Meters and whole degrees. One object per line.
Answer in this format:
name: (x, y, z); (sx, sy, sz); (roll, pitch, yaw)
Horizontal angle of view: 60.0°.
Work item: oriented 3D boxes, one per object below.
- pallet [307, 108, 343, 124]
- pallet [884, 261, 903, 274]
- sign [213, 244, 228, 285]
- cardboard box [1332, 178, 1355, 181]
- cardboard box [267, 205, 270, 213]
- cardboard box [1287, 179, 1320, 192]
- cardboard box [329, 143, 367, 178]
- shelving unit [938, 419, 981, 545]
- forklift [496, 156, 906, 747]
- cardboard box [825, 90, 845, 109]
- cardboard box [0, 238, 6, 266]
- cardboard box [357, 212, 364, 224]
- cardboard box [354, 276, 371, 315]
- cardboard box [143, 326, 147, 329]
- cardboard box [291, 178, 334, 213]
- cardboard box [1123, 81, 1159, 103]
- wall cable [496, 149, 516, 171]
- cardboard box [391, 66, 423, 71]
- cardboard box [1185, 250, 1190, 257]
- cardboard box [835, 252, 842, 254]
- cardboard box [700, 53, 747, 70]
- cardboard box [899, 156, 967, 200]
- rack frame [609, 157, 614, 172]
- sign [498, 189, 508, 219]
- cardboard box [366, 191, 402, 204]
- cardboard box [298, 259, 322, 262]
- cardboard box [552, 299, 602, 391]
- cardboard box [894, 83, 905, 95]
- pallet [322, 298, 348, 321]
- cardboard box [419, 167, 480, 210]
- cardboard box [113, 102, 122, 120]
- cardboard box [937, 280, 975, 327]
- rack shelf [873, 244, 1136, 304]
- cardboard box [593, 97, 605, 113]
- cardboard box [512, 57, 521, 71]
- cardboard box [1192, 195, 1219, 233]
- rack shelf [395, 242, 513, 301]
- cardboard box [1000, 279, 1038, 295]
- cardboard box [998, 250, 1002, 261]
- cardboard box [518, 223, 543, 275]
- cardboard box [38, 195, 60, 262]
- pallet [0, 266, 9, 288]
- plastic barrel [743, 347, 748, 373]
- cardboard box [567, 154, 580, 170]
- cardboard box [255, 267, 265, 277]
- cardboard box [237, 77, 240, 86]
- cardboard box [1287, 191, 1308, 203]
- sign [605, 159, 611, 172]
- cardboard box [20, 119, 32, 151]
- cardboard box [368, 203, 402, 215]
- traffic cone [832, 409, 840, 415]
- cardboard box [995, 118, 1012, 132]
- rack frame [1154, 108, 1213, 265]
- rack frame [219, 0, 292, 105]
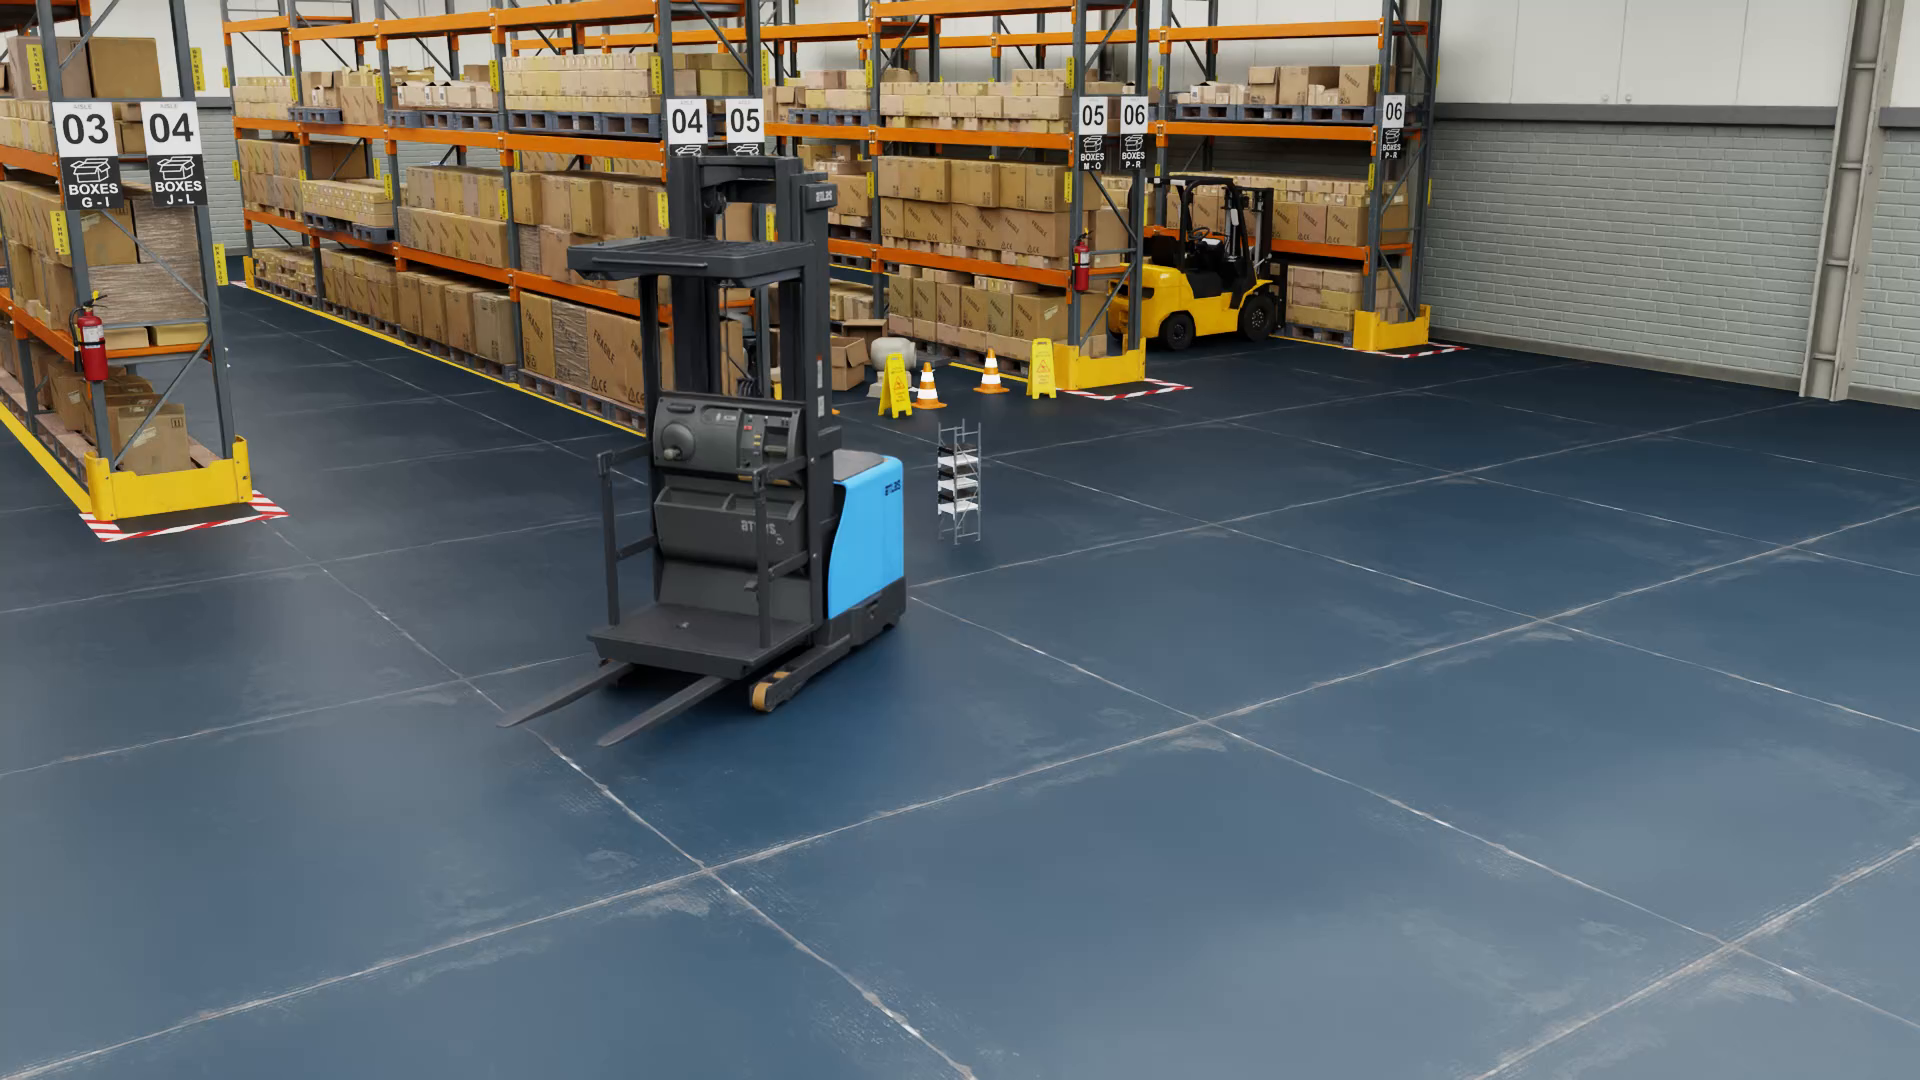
pallet: (-8.461, -5.999, 23.486); (1.213, 0.211, 1.003); (-11, 19, -35)
pallet: (-0.884, -5.061, 30.666); (1.003, 0.211, 1.213); (-11, 19, -35)
sign: (-5.927, -2.203, 13.304); (0.100, 0.325, 0.005); (-11, 19, -35)
cardboard box: (5.211, -4.791, 22.417); (0.380, 0.149, 0.250); (-11, 19, -34)
cardboard box: (-11.076, -5.416, 27.157); (0.380, 0.149, 0.250); (-11, 19, -35)
cardboard box: (4.606, -4.762, 22.311); (0.380, 0.149, 0.250); (-10, 18, -33)
cardboard box: (-9.419, -5.820, 25.513); (0.500, 0.500, 0.500); (-10, 18, -33)
shelving unit: (-0.005, -0.436, 12.464); (0.258, 0.900, 0.210); (-11, 19, -35)
forklift: (-1.407, -0.597, 9.207); (1.130, 2.935, 3.031); (7, 17, 23)
cardboard box: (-1.456, -5.882, 22.191); (0.500, 0.250, 0.500); (-11, 19, -34)
cardboard box: (-9.812, -3.164, 17.463); (0.797, 0.503, 0.637); (-9, 18, -29)
cardboard box: (-7.957, -4.382, 22.583); (0.380, 0.149, 0.250); (-10, 18, -34)
cardboard box: (-8.223, -3.477, 23.537); (0.500, 0.500, 0.500); (-12, 19, -37)
cardboard box: (-6.607, -1.790, 13.911); (0.380, 0.149, 0.250); (-11, 19, -35)
cardboard box: (-9.863, -5.263, 25.372); (0.500, 0.500, 0.500); (-11, 19, -34)
cardboard box: (2.688, -6.636, 24.643); (0.500, 0.311, 0.500); (-12, 19, -36)
wall cable: (-9.952, -8.569, 36.279); (0.588, 1.984, 0.122); (-11, 19, -35)
cardboard box: (-7.499, -6.310, 22.627); (0.396, 0.266, 0.258); (-11, 19, -35)
cardboard box: (3.341, -4.072, 24.290); (0.500, 0.250, 0.500); (-11, 19, -35)
cardboard box: (-2.168, -5.607, 31.763); (0.396, 0.266, 0.258); (-10, 18, -33)
cardboard box: (-2.234, -4.531, 15.749); (0.380, 0.149, 0.250); (-11, 19, -34)
cardboard box: (-0.336, -4.528, 20.790); (0.700, 0.500, 0.500); (-11, 19, -34)
rack frame: (-5.406, -5.802, 28.093); (1.000, 3.000, 0.127); (-11, 19, -35)
sign: (-5.080, -3.738, 18.508); (0.100, 0.325, 0.005); (-11, 19, -35)
cardboard box: (-7.658, -4.560, 22.108); (0.380, 0.149, 0.250); (-12, 19, -37)
cardboard box: (-10.194, -4.330, 26.193); (0.380, 0.149, 0.250); (-10, 18, -33)
cardboard box: (-3.800, -2.145, 17.959); (0.875, 0.875, 0.875); (-11, 19, -34)
cardboard box: (-0.604, -5.635, 20.766); (0.380, 0.149, 0.250); (-10, 18, -33)
pallet: (-8.892, -3.501, 24.969); (1.003, 0.211, 1.213); (-11, 19, -35)
cardboard box: (-6.444, -4.483, 21.191); (0.700, 0.500, 0.500); (-11, 19, -35)
cardboard box: (-6.663, -3.468, 13.412); (0.380, 0.149, 0.250); (-11, 19, -36)
cardboard box: (0.054, -2.941, 20.630); (0.500, 0.500, 0.500); (-10, 18, -32)
rack shelf: (0.474, -3.320, 20.386); (1.077, 0.370, 4.000); (-11, 19, -35)
cardboard box: (-3.363, -4.262, 16.275); (0.380, 0.149, 0.250); (-11, 19, -35)
cardboard box: (-4.557, -5.080, 17.753); (0.380, 0.149, 0.250); (-11, 19, -35)
cardboard box: (3.680, -4.669, 23.765); (0.500, 0.500, 0.500); (-10, 18, -34)
rack shelf: (-5.823, -3.384, 20.621); (1.077, 0.370, 4.000); (-11, 19, -35)
cardboard box: (0.698, -2.989, 19.579); (0.380, 0.149, 0.250); (-10, 18, -33)
cardboard box: (0.672, -3.387, 19.745); (0.380, 0.149, 0.250); (-11, 19, -34)
cardboard box: (-4.420, -3.299, 18.665); (0.875, 0.550, 0.550); (-11, 19, -35)
cardboard box: (-7.188, -2.560, 13.602); (0.500, 0.500, 0.500); (-11, 19, -35)
pallet: (-9.873, -2.901, 17.856); (1.003, 0.211, 1.213); (-11, 19, -35)
plastic barrel: (-2.739, -2.057, 19.291); (0.512, 0.421, 0.421); (1, 15, 4)
cardboard box: (-6.505, -6.607, 28.952); (0.500, 0.500, 0.500); (-11, 19, -34)
cardboard box: (-11.653, -4.532, 28.058); (0.380, 0.149, 0.250); (-10, 18, -33)
cardboard box: (-11.696, -7.570, 27.451); (0.380, 0.149, 0.250); (-11, 19, -35)
cardboard box: (4.623, -4.622, 22.363); (0.380, 0.149, 0.250); (-12, 19, -36)
sign: (-5.854, -6.171, 27.652); (0.100, 0.325, 0.005); (-11, 19, -35)
cardboard box: (-7.446, -3.356, 13.759); (0.500, 0.250, 0.500); (-10, 18, -33)
cardboard box: (-7.657, -4.418, 22.152); (0.380, 0.149, 0.250); (-10, 18, -33)
traffic cone: (-1.458, -1.560, 17.399); (0.336, 0.463, 0.334); (-11, 19, -35)
cardboard box: (0.632, -4.818, 19.293); (0.380, 0.149, 0.250); (-11, 19, -35)
rack frame: (3.311, -4.865, 24.670); (1.000, 3.000, 0.127); (-11, 19, -35)
rack frame: (-11.702, -8.760, 27.536); (1.000, 3.000, 0.127); (-11, 19, -35)
